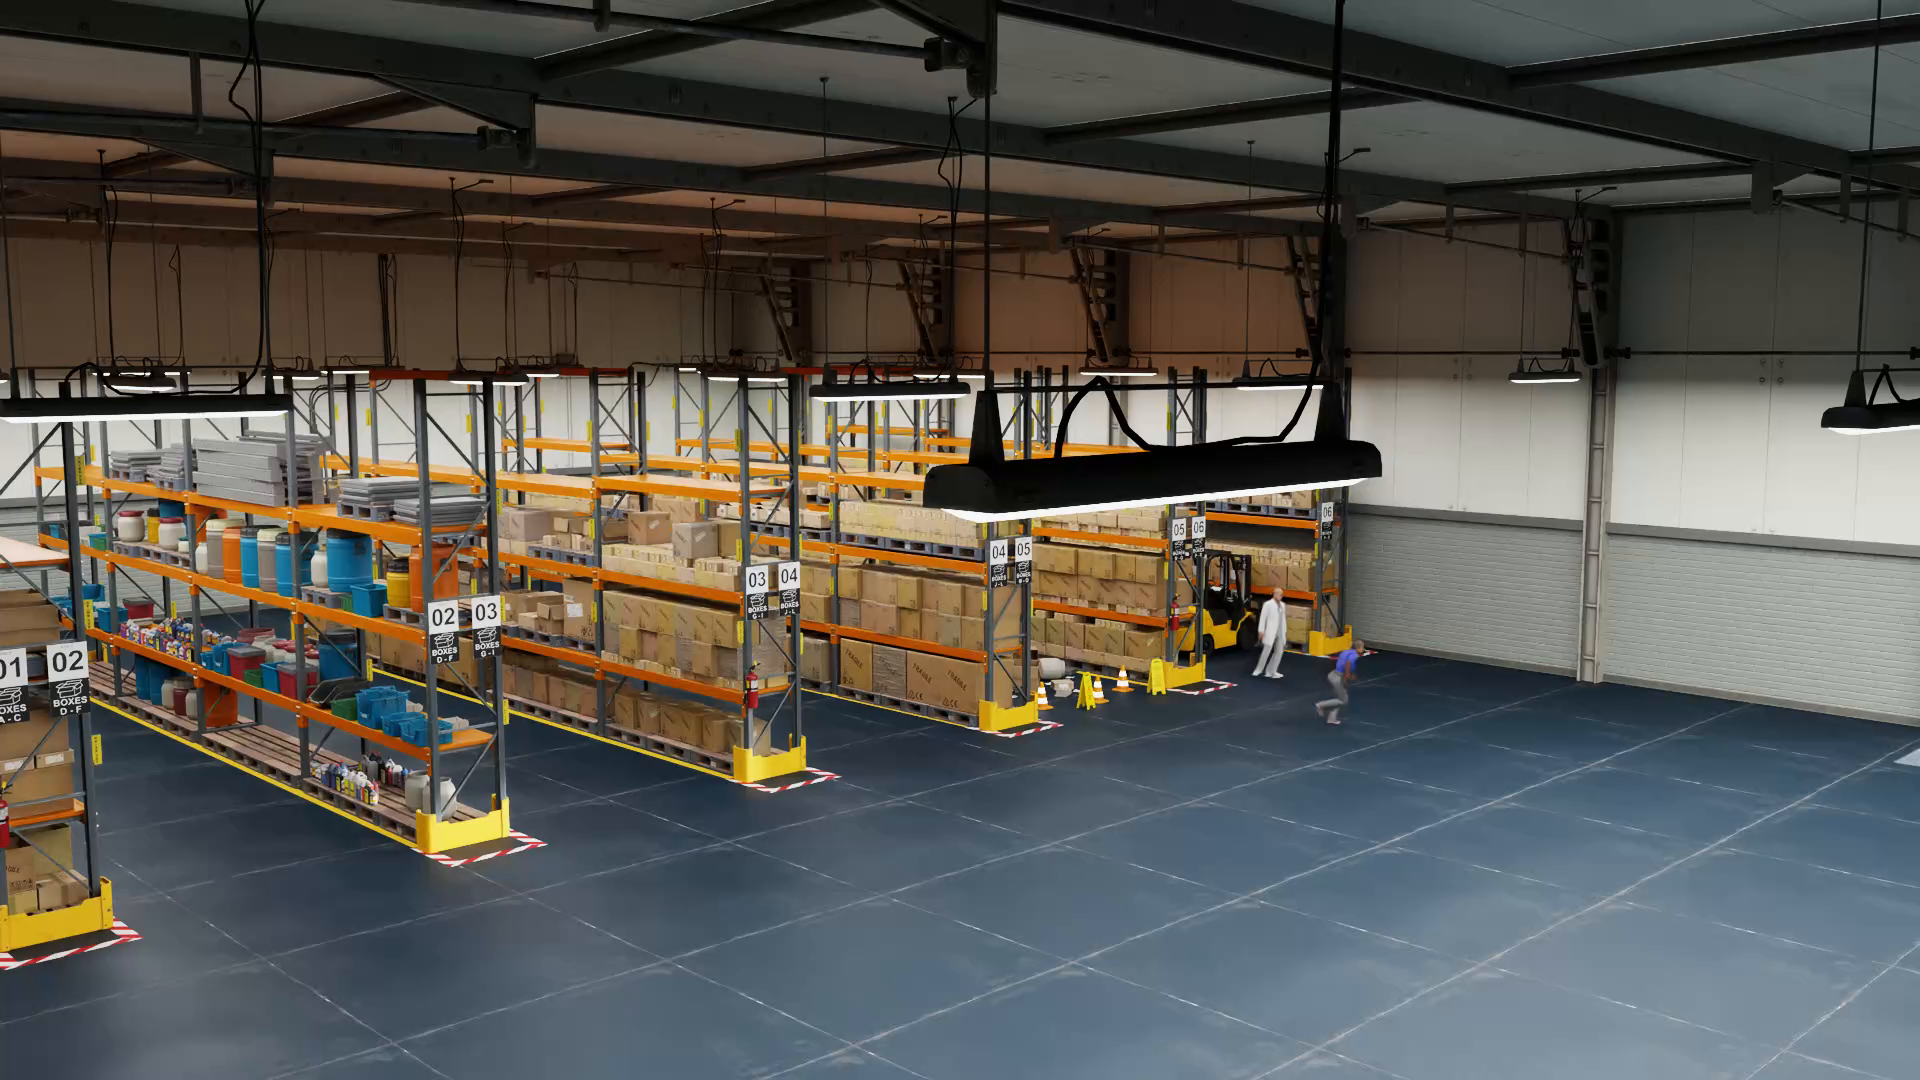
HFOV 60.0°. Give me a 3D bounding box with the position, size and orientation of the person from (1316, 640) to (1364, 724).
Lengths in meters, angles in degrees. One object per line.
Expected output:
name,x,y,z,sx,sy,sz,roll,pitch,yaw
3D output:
person,6.472,2.430,28.292,0.837,1.464,0.588,-1,7,-11

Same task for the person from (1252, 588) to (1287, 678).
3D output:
person,6.038,1.805,32.365,0.706,1.759,0.513,-4,8,-31
